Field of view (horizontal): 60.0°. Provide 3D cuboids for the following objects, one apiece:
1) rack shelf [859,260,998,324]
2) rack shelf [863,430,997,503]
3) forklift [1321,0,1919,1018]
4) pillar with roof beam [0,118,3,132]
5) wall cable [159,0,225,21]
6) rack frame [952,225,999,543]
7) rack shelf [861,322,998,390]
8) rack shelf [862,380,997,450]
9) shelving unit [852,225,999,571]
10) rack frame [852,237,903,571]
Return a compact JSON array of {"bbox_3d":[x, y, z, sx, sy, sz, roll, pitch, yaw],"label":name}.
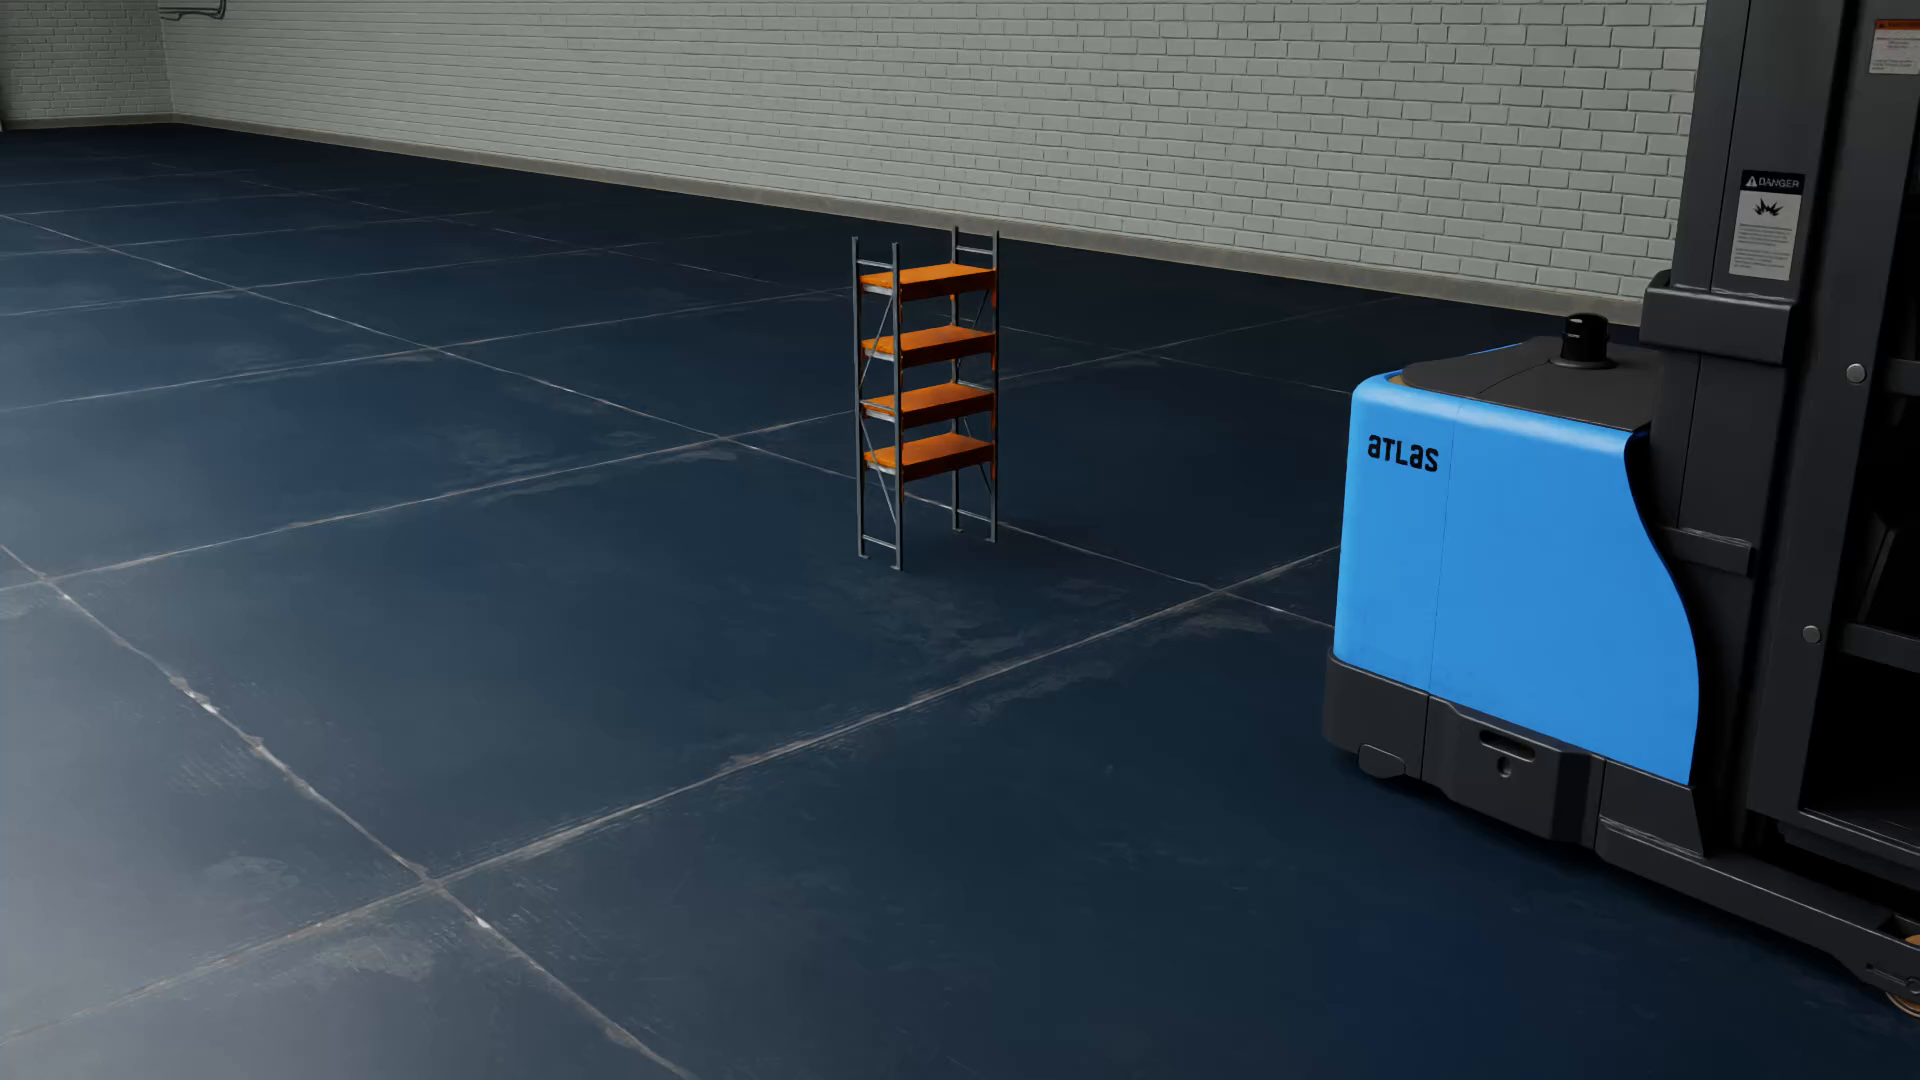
[{"bbox_3d":[-0.120,-0.909,6.070,0.480,0.148,0.258,-16,24,-41],"label":"rack shelf"},{"bbox_3d":[-0.120,-0.283,6.273,0.480,0.148,0.258,-16,24,-41],"label":"rack shelf"},{"bbox_3d":[2.328,-0.535,3.383,1.130,2.935,3.031,-14,23,-38],"label":"forklift"},{"bbox_3d":[-12.711,-9.891,22.401,0.400,9.000,9.100,-16,24,-41],"label":"pillar with roof beam"},{"bbox_3d":[-12.620,-9.707,26.867,0.112,2.526,3.097,-16,24,-41],"label":"wall cable"},{"bbox_3d":[0.057,-0.587,6.351,0.015,1.200,0.240,-16,24,-41],"label":"rack frame"},{"bbox_3d":[-0.120,-0.684,6.143,0.480,0.148,0.258,-16,24,-41],"label":"rack shelf"},{"bbox_3d":[-0.120,-0.472,6.212,0.480,0.148,0.258,-16,24,-41],"label":"rack shelf"},{"bbox_3d":[-0.120,-0.536,6.191,0.503,1.200,0.258,-16,24,-41],"label":"shelving unit"},{"bbox_3d":[-0.298,-0.484,6.032,0.015,1.200,0.240,-16,24,-41],"label":"rack frame"}]
